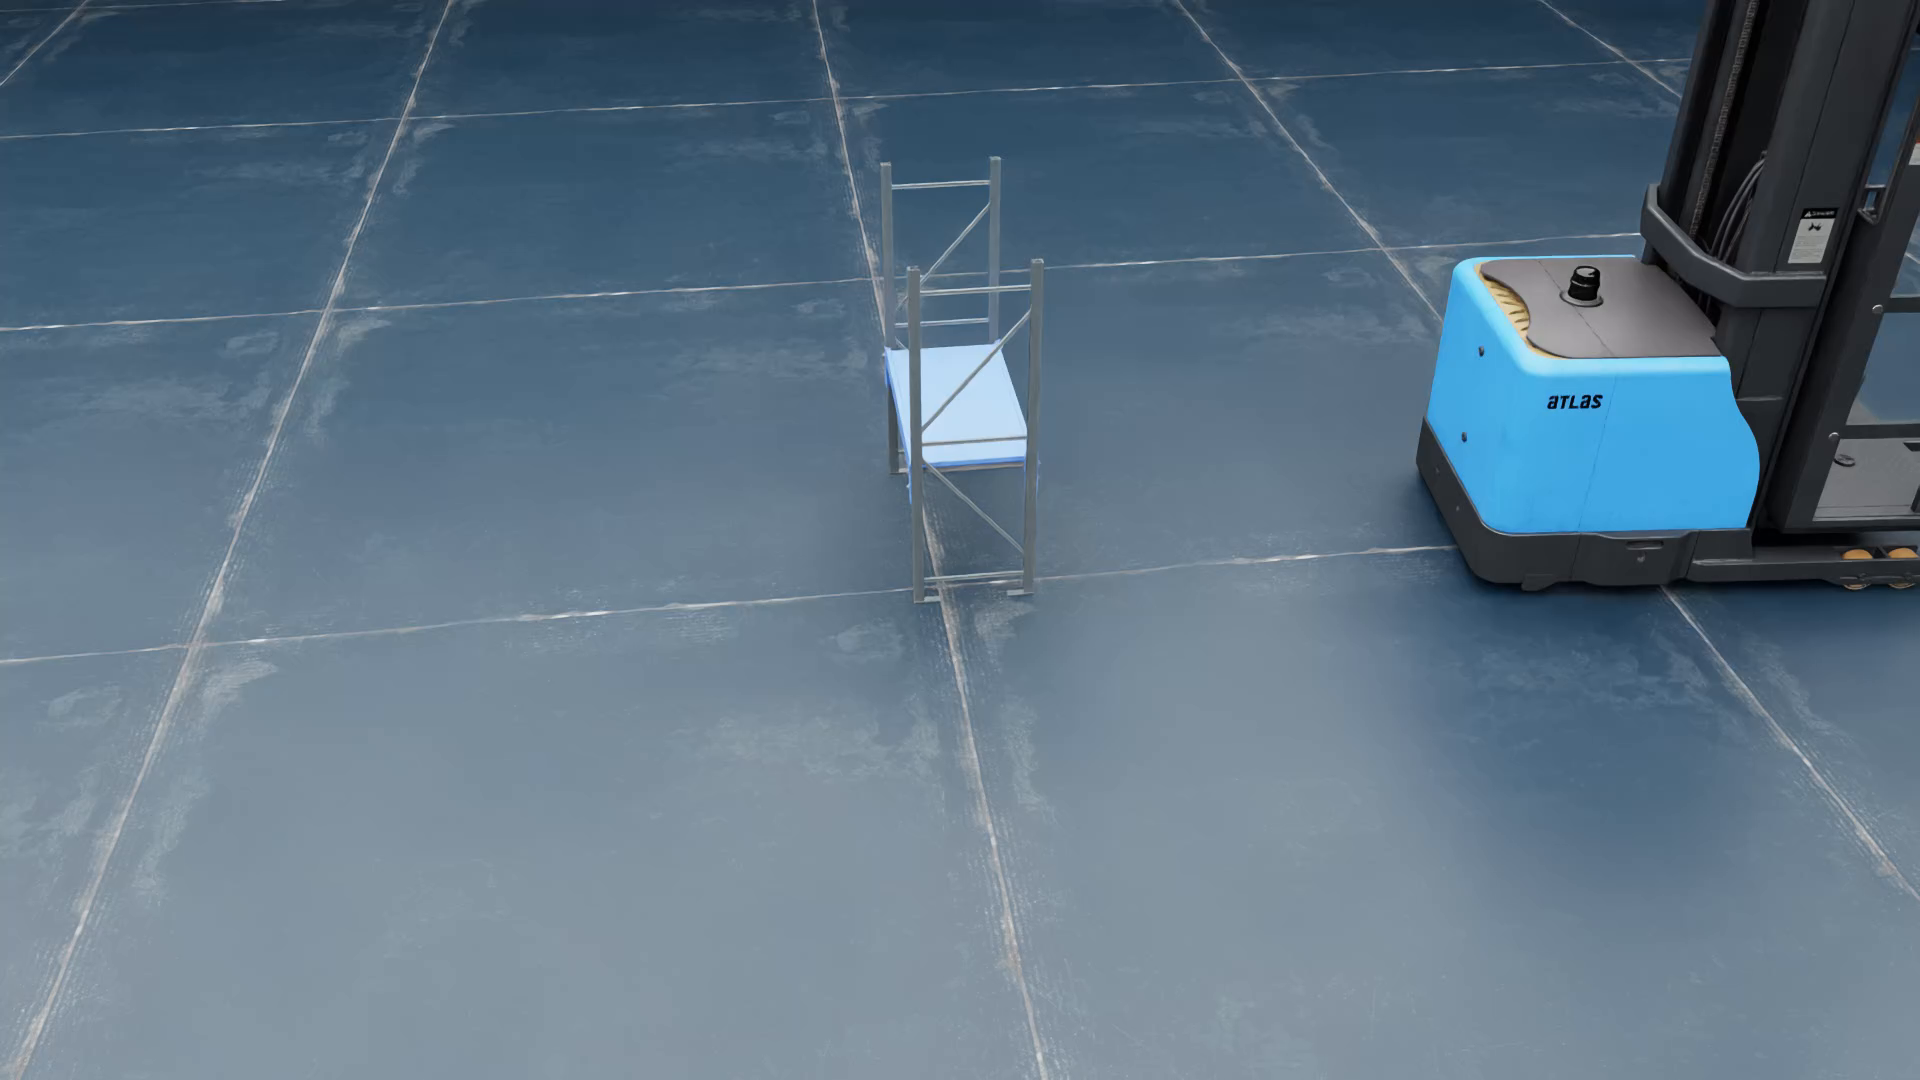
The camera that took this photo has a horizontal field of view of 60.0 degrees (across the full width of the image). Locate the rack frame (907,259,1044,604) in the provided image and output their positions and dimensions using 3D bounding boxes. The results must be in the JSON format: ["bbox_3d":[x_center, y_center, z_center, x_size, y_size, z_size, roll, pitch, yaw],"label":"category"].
[{"bbox_3d":[0.057,-0.384,6.481,0.500,1.500,0.032,-4,35,-6],"label":"rack frame"}]

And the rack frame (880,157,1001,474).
[{"bbox_3d":[-0.080,-0.951,7.314,0.500,1.500,0.032,-4,35,-6],"label":"rack frame"}]

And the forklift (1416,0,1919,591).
[{"bbox_3d":[3.627,-1.303,6.559,3.031,2.935,1.130,-1,34,-2],"label":"forklift"}]

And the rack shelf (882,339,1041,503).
[{"bbox_3d":[-0.011,-0.519,6.999,0.538,0.185,1.000,-4,35,-6],"label":"rack shelf"}]

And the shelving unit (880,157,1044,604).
[{"bbox_3d":[-0.011,-0.667,6.897,0.538,1.500,1.048,-4,35,-6],"label":"shelving unit"}]
